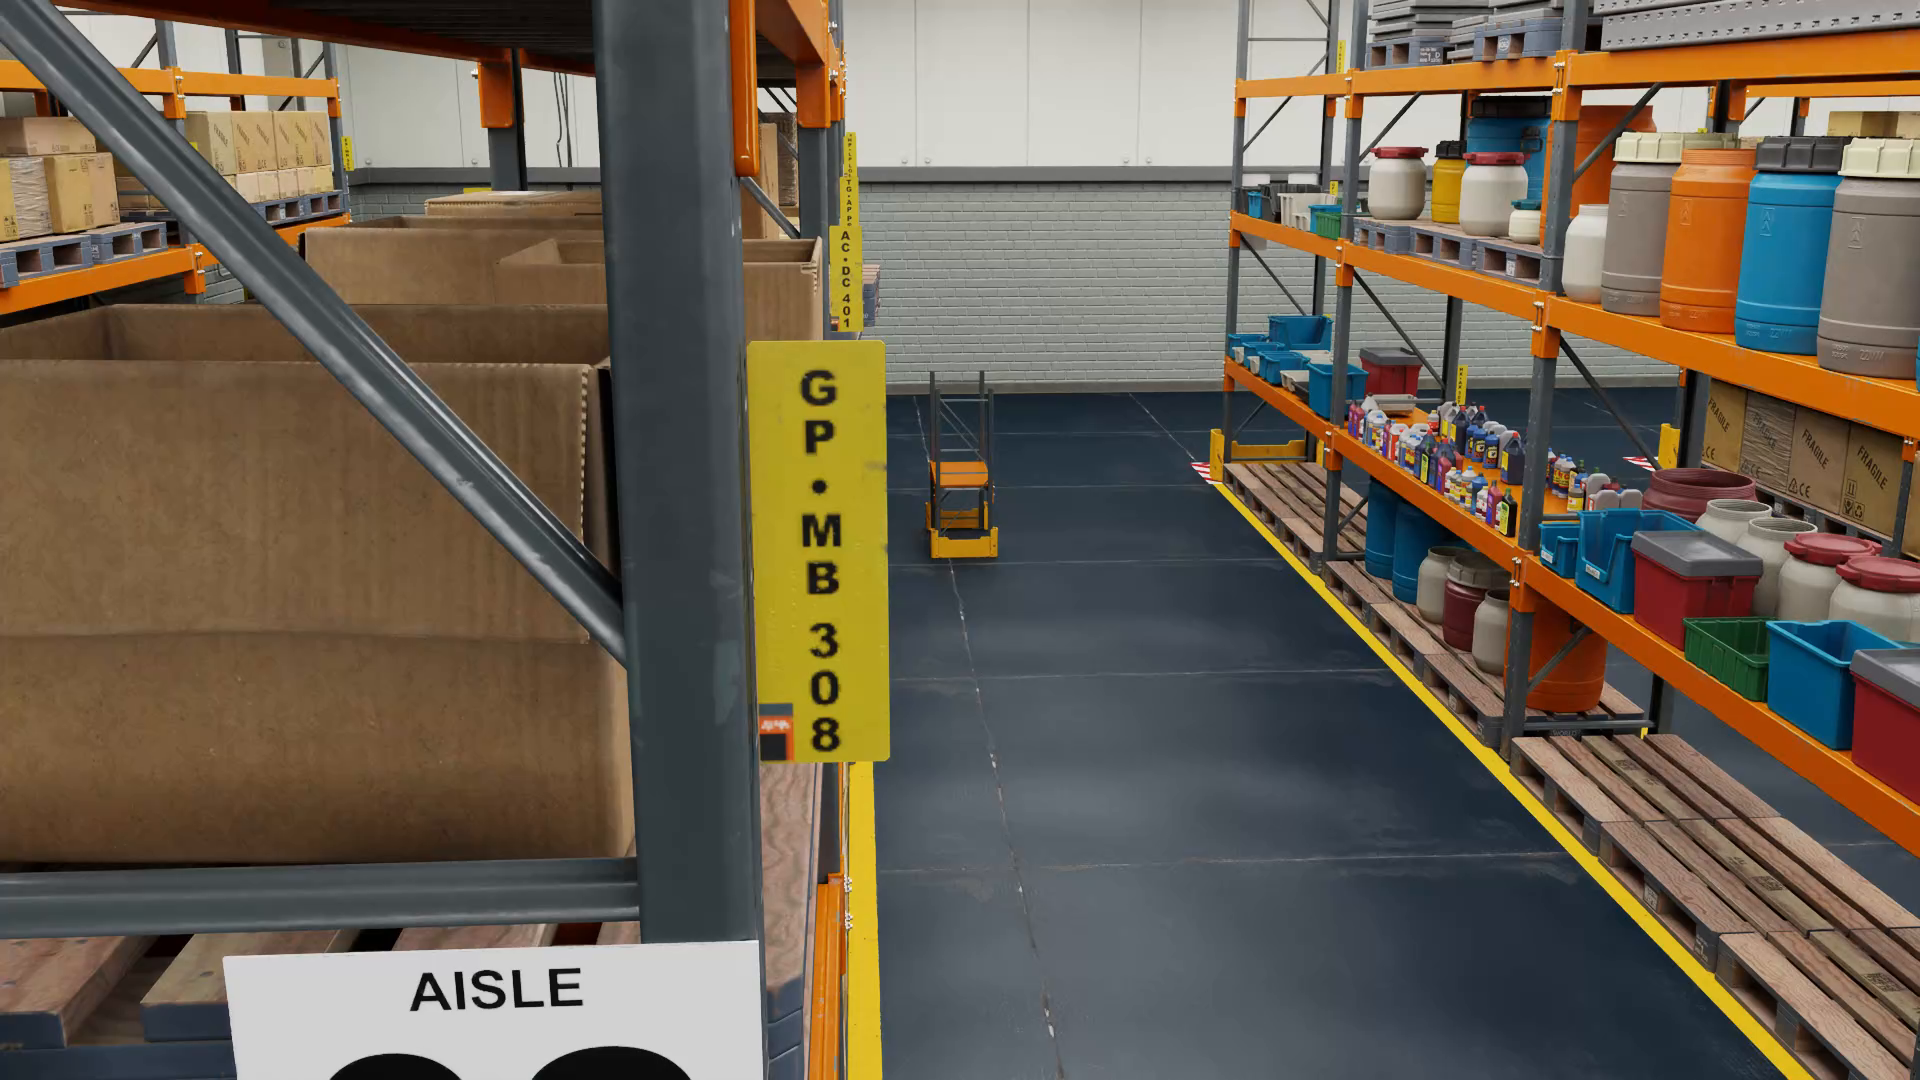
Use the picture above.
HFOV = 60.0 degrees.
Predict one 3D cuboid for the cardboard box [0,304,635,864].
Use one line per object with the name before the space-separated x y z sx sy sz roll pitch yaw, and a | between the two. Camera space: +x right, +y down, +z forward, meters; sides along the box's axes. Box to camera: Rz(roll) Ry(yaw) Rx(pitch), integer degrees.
cardboard box | -0.690 0.018 1.809 0.797 0.503 0.637 0 14 0

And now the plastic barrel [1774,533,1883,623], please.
plastic barrel | 4.125 0.267 7.918 0.433 0.535 0.433 0 14 0

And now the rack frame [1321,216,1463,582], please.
rack frame | 3.542 -1.125 13.603 1.000 3.000 0.127 -1 14 -3

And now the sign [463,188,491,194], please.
sign | -1.447 -0.905 5.057 0.100 0.325 0.005 -1 14 -3

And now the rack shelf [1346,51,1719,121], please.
rack shelf | 3.666 -2.991 11.062 1.077 0.370 4.000 -1 14 -3

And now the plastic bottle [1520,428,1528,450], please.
plastic bottle | 3.994 -0.604 11.675 0.144 0.351 0.185 -1 14 -3

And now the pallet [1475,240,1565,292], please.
pallet | 3.840 -1.683 10.131 1.003 0.211 1.213 -1 14 -3

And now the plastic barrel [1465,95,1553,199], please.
plastic barrel | 3.801 -2.602 11.474 0.600 0.901 0.708 -1 14 -3

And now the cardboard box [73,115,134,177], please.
cardboard box | -6.622 -3.137 13.156 0.500 0.500 0.500 -1 14 -4

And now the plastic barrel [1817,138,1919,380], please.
plastic barrel | 3.749 -1.117 6.545 0.600 0.901 0.600 0 14 0

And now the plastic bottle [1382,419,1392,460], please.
plastic bottle | 3.194 -0.750 12.379 0.061 0.283 0.133 -1 14 -3

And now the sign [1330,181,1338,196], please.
sign | 3.842 -3.534 17.157 0.100 0.325 0.005 -1 14 -3

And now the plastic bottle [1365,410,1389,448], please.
plastic bottle | 3.213 -0.853 12.794 0.152 0.276 0.135 -1 14 -3

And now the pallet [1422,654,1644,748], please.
pallet | 3.699 1.025 10.843 1.003 0.211 1.213 -1 14 -3

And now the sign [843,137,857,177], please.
sign | -0.848 -2.953 12.859 0.100 0.325 0.005 -1 14 -3

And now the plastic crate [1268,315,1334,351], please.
plastic crate | 3.501 -2.086 17.145 0.616 0.435 0.499 -1 14 -3

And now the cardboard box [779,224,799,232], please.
cardboard box | -1.019 -1.396 8.095 0.500 0.250 0.500 0 14 -2

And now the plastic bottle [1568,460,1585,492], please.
plastic bottle | 4.080 -0.393 10.991 0.061 0.283 0.133 -1 14 -3

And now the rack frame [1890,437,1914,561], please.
rack frame | 8.486 -1.202 13.900 1.000 3.000 0.127 -1 14 -3

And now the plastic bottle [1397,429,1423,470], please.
plastic bottle | 3.262 -0.656 12.029 0.152 0.276 0.135 -1 14 -3

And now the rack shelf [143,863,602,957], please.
rack shelf | -0.782 0.333 3.359 1.077 0.370 4.000 -1 14 -3

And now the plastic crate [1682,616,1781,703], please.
plastic crate | 3.648 0.538 7.563 0.450 0.188 0.662 -1 14 -3

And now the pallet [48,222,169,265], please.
pallet | -6.240 -2.105 11.775 0.805 0.209 1.217 -1 15 -6

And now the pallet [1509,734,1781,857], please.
pallet | 3.799 1.413 9.333 1.003 0.211 1.213 -1 14 -3

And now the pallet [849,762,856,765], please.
pallet | -1.163 1.110 10.514 1.003 0.211 1.213 -1 14 -3

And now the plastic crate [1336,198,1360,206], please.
plastic crate | 3.640 -3.229 16.186 0.450 0.188 0.336 -1 14 -3

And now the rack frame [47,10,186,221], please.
rack frame | -6.346 -3.877 12.261 1.000 3.000 0.127 -1 14 -3

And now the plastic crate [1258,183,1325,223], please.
plastic crate | 3.115 -3.158 15.610 0.504 0.338 0.767 -1 14 -3

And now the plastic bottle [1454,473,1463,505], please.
plastic bottle | 3.306 -0.335 10.933 0.097 0.201 0.097 0 14 0

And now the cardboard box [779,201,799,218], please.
cardboard box | -1.215 -1.664 9.476 0.910 0.500 0.500 -1 14 -3

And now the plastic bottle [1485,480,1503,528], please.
plastic bottle | 3.325 -0.225 10.339 0.061 0.283 0.133 -1 14 -3

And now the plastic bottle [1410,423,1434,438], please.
plastic bottle | 3.400 -0.716 12.262 0.152 0.276 0.135 -1 14 -3

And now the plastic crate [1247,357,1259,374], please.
plastic crate | 2.960 -1.705 16.265 0.250 0.136 0.298 -1 14 -3

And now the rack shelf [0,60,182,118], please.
rack shelf | -6.222 -2.838 10.467 1.077 0.370 4.000 -1 14 -3

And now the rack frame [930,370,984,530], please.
rack frame | -0.026 -0.832 15.472 0.500 1.500 0.032 -1 14 -3

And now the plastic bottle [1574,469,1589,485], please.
plastic bottle | 4.016 -0.324 10.747 0.097 0.271 0.097 0 14 0

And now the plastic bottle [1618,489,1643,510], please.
plastic bottle | 4.086 -0.183 10.190 0.152 0.276 0.135 -1 14 -3

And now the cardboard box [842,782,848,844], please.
cardboard box | -0.780 1.308 7.697 0.500 0.311 0.500 0 14 -2

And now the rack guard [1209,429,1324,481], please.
rack guard | 3.280 -0.915 17.803 1.175 0.500 0.348 -1 14 -3

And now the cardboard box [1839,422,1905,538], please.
cardboard box | 8.525 -0.541 14.755 0.875 0.875 0.875 -1 14 -3

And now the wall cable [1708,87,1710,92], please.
wall cable | 11.327 -8.119 22.290 2.277 5.999 0.120 -1 14 -3

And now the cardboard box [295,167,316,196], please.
cardboard box | -6.250 -3.291 15.260 0.500 0.250 0.500 -1 14 -6

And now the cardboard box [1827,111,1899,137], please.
cardboard box | 8.353 -3.810 15.269 0.500 0.250 0.500 -1 14 -5

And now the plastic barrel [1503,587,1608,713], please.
plastic barrel | 3.743 0.596 10.426 0.600 0.830 0.708 -1 14 -3

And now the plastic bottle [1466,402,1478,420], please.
plastic bottle | 3.926 -0.878 12.740 0.144 0.351 0.185 -1 14 -3

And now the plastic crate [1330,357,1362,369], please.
plastic crate | 3.631 -1.479 15.097 0.437 0.282 0.530 -1 14 -3

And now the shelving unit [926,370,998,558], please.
shelving unit | 0.005 -0.707 14.989 0.587 1.500 1.083 -1 14 -3

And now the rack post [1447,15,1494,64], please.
rack post | 3.795 -3.287 10.969 0.937 0.300 0.954 1 14 3

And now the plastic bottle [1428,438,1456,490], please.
plastic bottle | 3.300 -0.525 11.369 0.144 0.351 0.185 -1 14 -3

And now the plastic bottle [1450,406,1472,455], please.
plastic bottle | 3.793 -0.829 12.553 0.144 0.351 0.185 -1 14 -3

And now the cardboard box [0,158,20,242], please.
cardboard box | -6.292 -2.080 10.211 0.700 0.500 0.500 0 14 -1

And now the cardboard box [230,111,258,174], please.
cardboard box | -6.148 -3.276 13.697 0.500 0.500 0.500 -1 14 -5

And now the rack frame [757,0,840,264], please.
rack frame | -1.154 -2.960 8.695 1.000 3.000 0.127 -1 14 -3

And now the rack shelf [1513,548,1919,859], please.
rack shelf | 3.914 0.716 7.893 1.077 0.370 4.000 -1 14 -3

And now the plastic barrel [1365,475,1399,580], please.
plastic barrel | 3.559 -0.177 13.285 0.600 0.901 0.708 -1 14 -3
